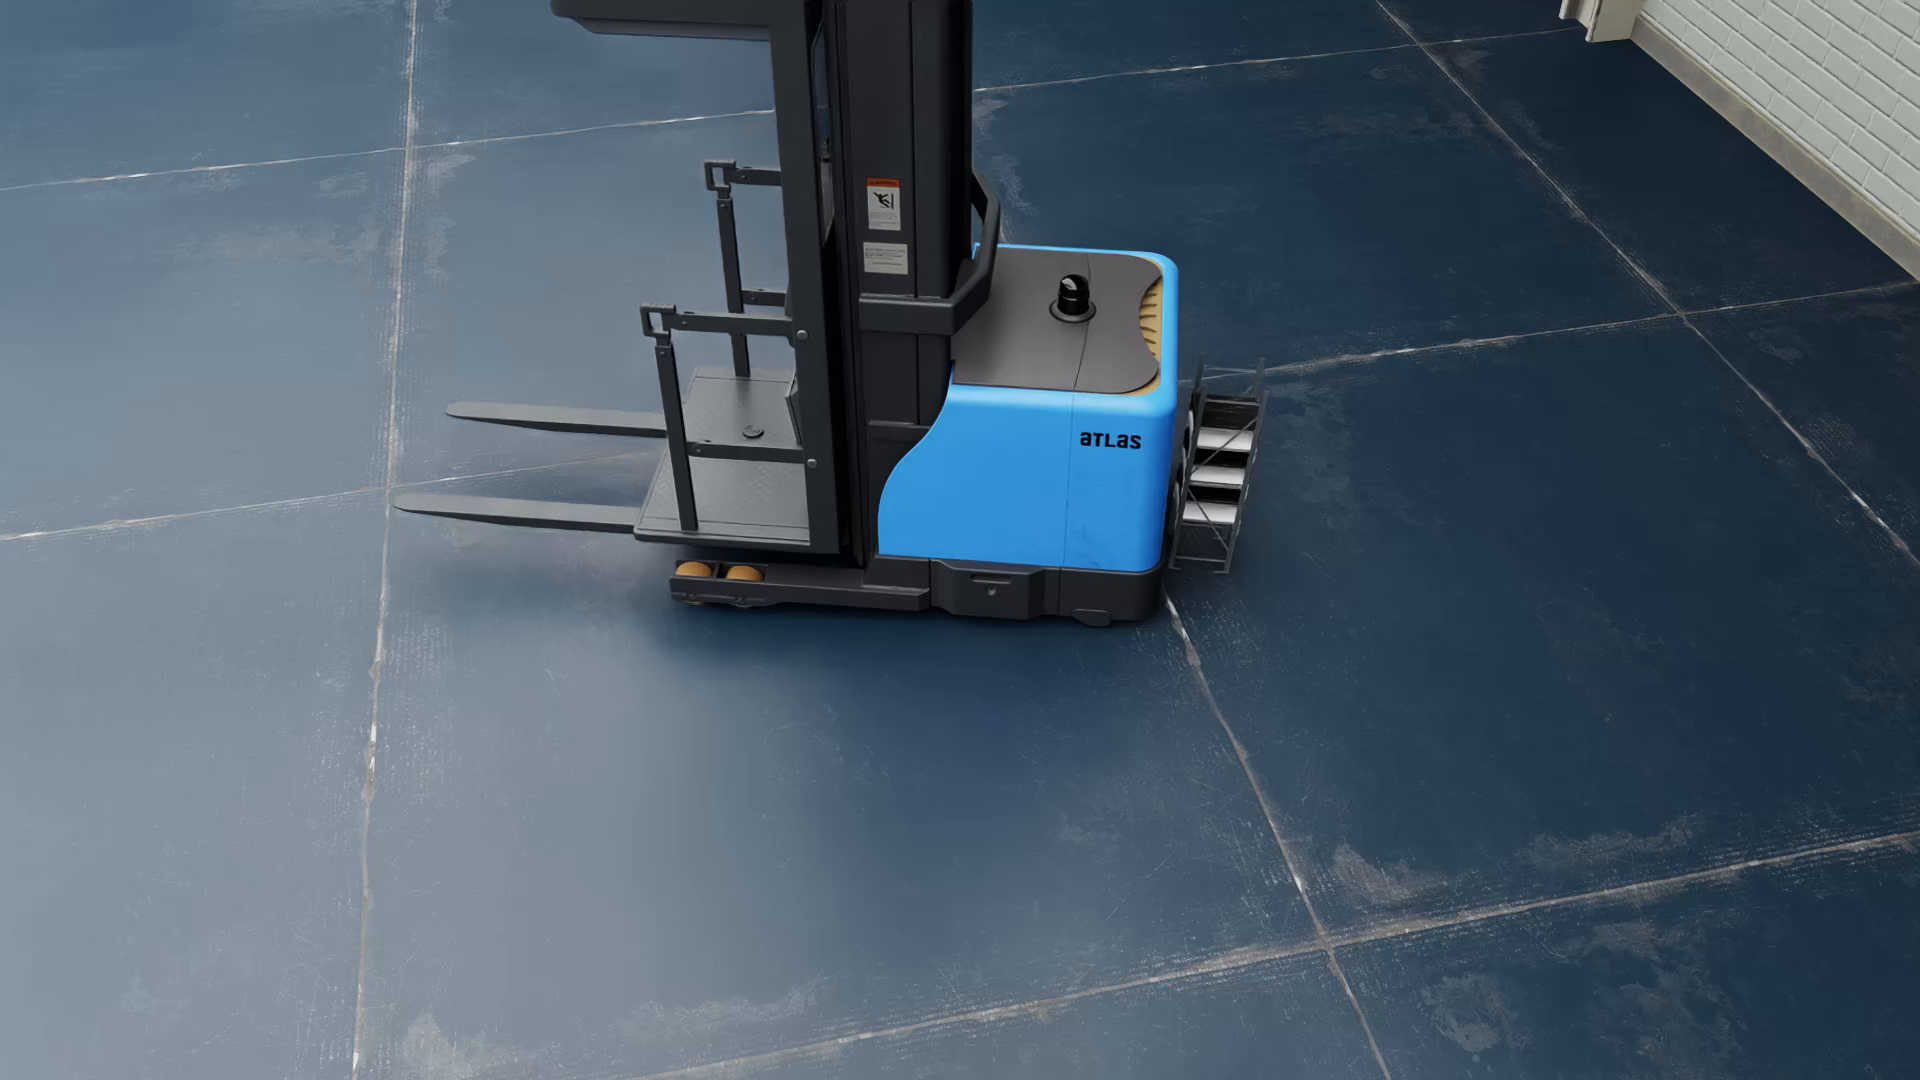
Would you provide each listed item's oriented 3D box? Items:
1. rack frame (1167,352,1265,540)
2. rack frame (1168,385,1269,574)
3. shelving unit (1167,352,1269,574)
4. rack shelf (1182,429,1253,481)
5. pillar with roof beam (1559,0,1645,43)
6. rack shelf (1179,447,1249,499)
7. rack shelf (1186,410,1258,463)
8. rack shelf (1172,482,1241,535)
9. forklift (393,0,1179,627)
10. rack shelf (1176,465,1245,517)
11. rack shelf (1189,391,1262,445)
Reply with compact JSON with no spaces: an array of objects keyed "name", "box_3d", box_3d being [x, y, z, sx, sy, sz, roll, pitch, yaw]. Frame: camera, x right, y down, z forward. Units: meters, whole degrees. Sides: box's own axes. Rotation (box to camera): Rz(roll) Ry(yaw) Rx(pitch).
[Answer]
[{"name":"rack frame","box_3d":[0.984,-0.348,6.453,0.240,0.900,0.006,5,42,1]},{"name":"rack frame","box_3d":[0.970,-0.213,6.301,0.240,0.900,0.006,5,42,1]},{"name":"shelving unit","box_3d":[0.977,-0.281,6.377,0.258,0.900,0.210,5,42,1]},{"name":"rack shelf","box_3d":[0.980,-0.323,6.339,0.258,0.077,0.200,5,42,1]},{"name":"pillar with roof beam","box_3d":[-0.243,-5.944,6.668,9.100,9.000,0.400,-8,42,-9]},{"name":"rack shelf","box_3d":[0.975,-0.256,6.399,0.258,0.077,0.200,5,42,1]},{"name":"rack shelf","box_3d":[0.985,-0.390,6.279,0.258,0.077,0.200,5,42,1]},{"name":"rack shelf","box_3d":[0.965,-0.122,6.519,0.258,0.077,0.200,5,42,1]},{"name":"forklift","box_3d":[-0.701,-1.180,5.871,3.031,2.935,1.130,4,42,4]},{"name":"rack shelf","box_3d":[0.970,-0.189,6.459,0.258,0.077,0.200,5,42,1]},{"name":"rack shelf","box_3d":[0.990,-0.457,6.219,0.258,0.077,0.200,5,42,1]}]
